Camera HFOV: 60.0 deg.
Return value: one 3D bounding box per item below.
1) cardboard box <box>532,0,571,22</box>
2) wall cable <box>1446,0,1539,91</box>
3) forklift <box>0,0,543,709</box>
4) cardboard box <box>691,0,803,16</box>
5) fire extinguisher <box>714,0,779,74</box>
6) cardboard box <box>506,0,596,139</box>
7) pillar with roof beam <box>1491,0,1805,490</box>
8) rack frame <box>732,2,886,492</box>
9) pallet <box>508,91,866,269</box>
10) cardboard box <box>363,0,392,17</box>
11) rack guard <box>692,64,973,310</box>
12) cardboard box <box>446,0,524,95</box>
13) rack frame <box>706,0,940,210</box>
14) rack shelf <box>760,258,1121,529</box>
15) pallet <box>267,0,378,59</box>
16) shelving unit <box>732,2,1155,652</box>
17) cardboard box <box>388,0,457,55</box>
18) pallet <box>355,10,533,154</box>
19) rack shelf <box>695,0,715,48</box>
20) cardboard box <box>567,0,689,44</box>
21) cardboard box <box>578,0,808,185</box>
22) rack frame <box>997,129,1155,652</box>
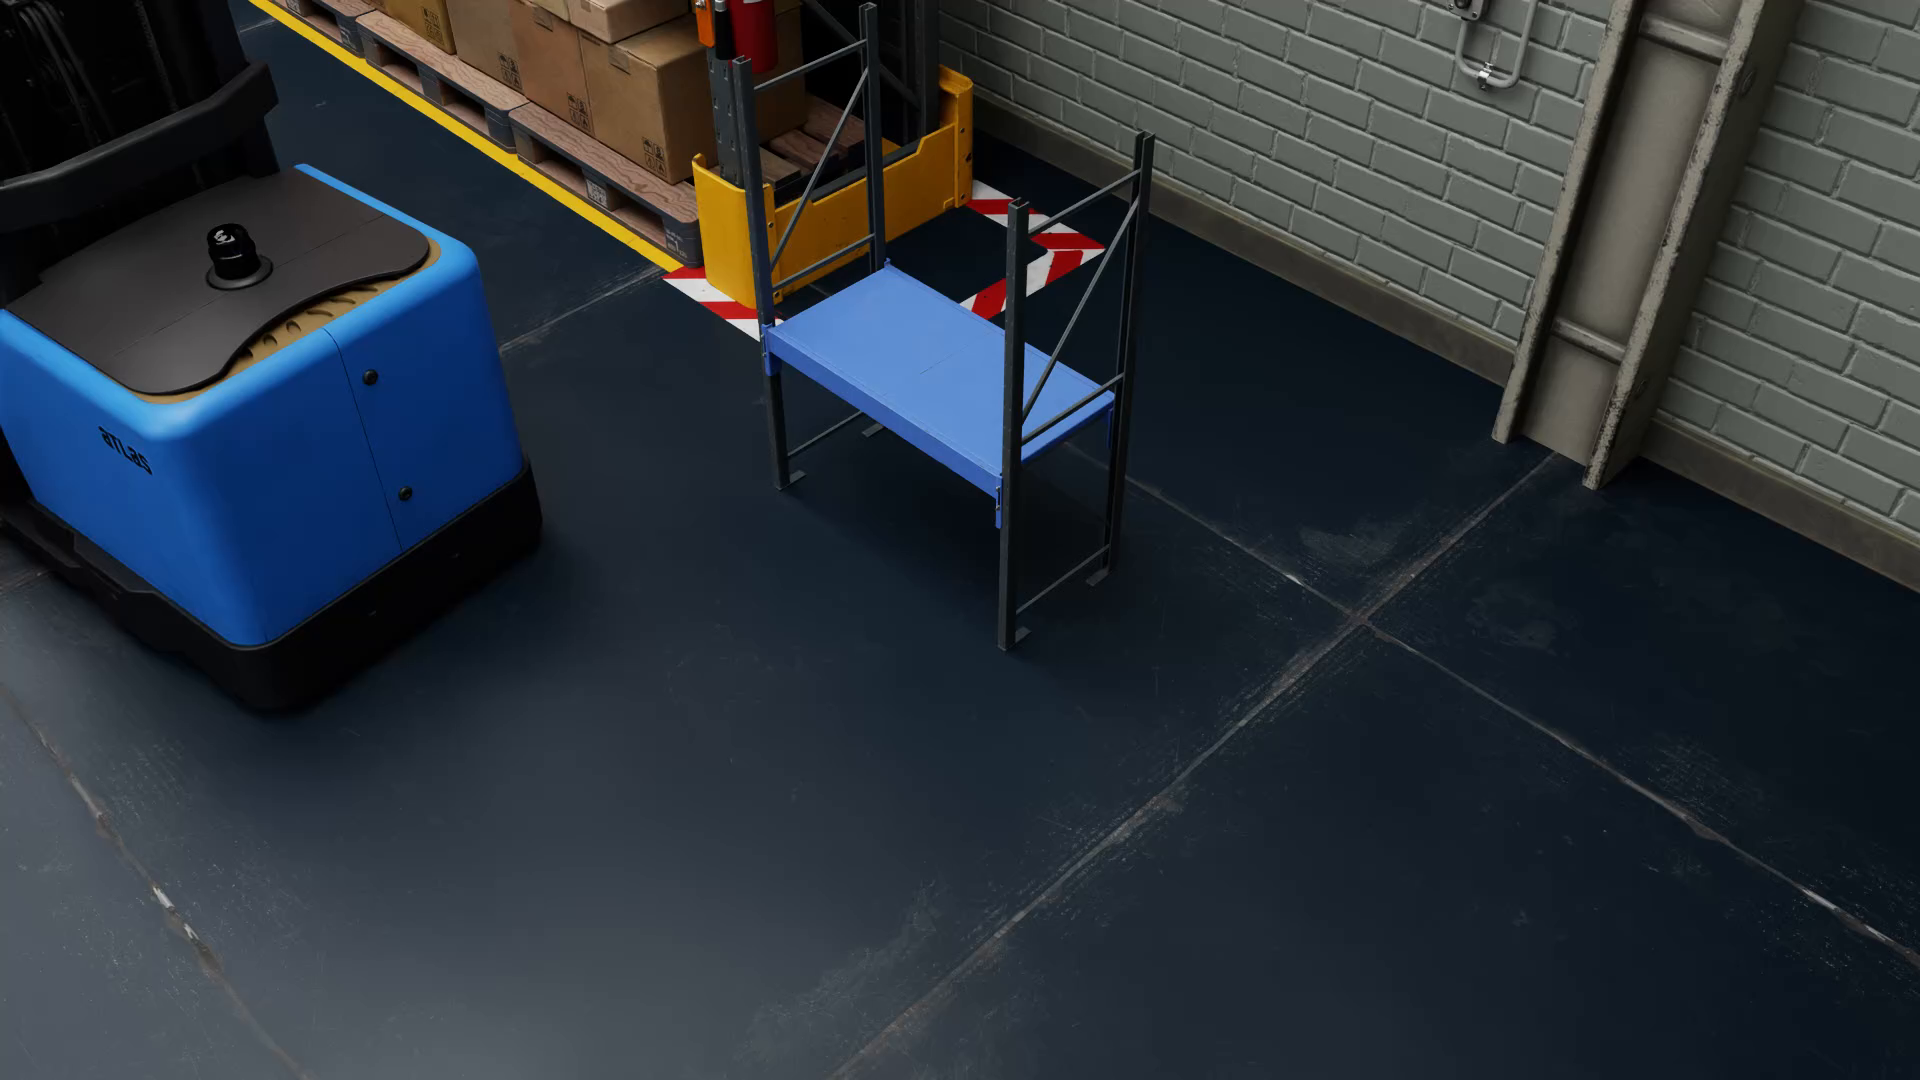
[{"bbox_3d":[-1.441,-2.171,6.444,0.380,0.149,0.250,-33,52,-30],"label":"cardboard box"},{"bbox_3d":[1.099,-2.523,5.021,0.084,1.984,1.851,-34,53,-31],"label":"wall cable"},{"bbox_3d":[-2.784,-1.429,4.637,3.031,2.935,1.130,27,49,27],"label":"forklift"},{"bbox_3d":[-0.810,-2.110,6.378,0.380,0.149,0.250,-34,52,-31],"label":"cardboard box"},{"bbox_3d":[-0.695,-1.853,5.376,0.296,0.674,0.183,-34,53,-31],"label":"fire extinguisher"},{"bbox_3d":[-1.394,-2.077,6.819,0.500,0.500,0.700,34,53,31],"label":"cardboard box"},{"bbox_3d":[-1.004,-1.569,0.317,9.100,9.000,0.400,-34,53,-31],"label":"pillar with roof beam"},{"bbox_3d":[-0.419,-0.836,5.050,0.500,1.500,0.032,-34,53,-31],"label":"rack frame"},{"bbox_3d":[-1.095,-1.634,6.863,1.003,0.211,1.213,-34,53,-31],"label":"pallet"},{"bbox_3d":[-2.492,-2.818,7.622,0.500,0.500,0.700,34,52,31],"label":"cardboard box"},{"bbox_3d":[-0.458,-1.382,6.377,1.175,0.500,0.348,-34,53,-31],"label":"rack guard"},{"bbox_3d":[-1.749,-2.318,7.081,0.500,0.500,0.700,32,52,30],"label":"cardboard box"},{"bbox_3d":[-0.475,-2.312,5.541,1.000,3.000,0.127,-34,53,-31],"label":"rack frame"},{"bbox_3d":[-0.060,-0.460,4.907,0.538,0.185,1.000,-34,53,-31],"label":"rack shelf"},{"bbox_3d":[-2.818,-2.807,8.132,1.003,0.211,1.213,-34,53,-31],"label":"pallet"},{"bbox_3d":[-0.060,-0.592,4.785,0.538,1.500,1.048,-34,53,-31],"label":"shelving unit"},{"bbox_3d":[-2.131,-2.571,7.354,0.700,0.500,0.500,-33,52,-30],"label":"cardboard box"},{"bbox_3d":[-1.953,-2.220,7.497,1.003,0.211,1.213,-34,53,-31],"label":"pallet"},{"bbox_3d":[-1.888,-3.008,6.825,1.077,0.370,4.000,-34,53,-31],"label":"rack shelf"},{"bbox_3d":[-1.260,-2.049,6.311,0.250,0.149,0.380,34,52,31],"label":"cardboard box"},{"bbox_3d":[-1.040,-1.836,6.559,0.700,0.500,0.500,-34,53,-31],"label":"cardboard box"},{"bbox_3d":[0.299,-0.348,4.521,0.500,1.500,0.032,-34,53,-31],"label":"rack frame"}]
